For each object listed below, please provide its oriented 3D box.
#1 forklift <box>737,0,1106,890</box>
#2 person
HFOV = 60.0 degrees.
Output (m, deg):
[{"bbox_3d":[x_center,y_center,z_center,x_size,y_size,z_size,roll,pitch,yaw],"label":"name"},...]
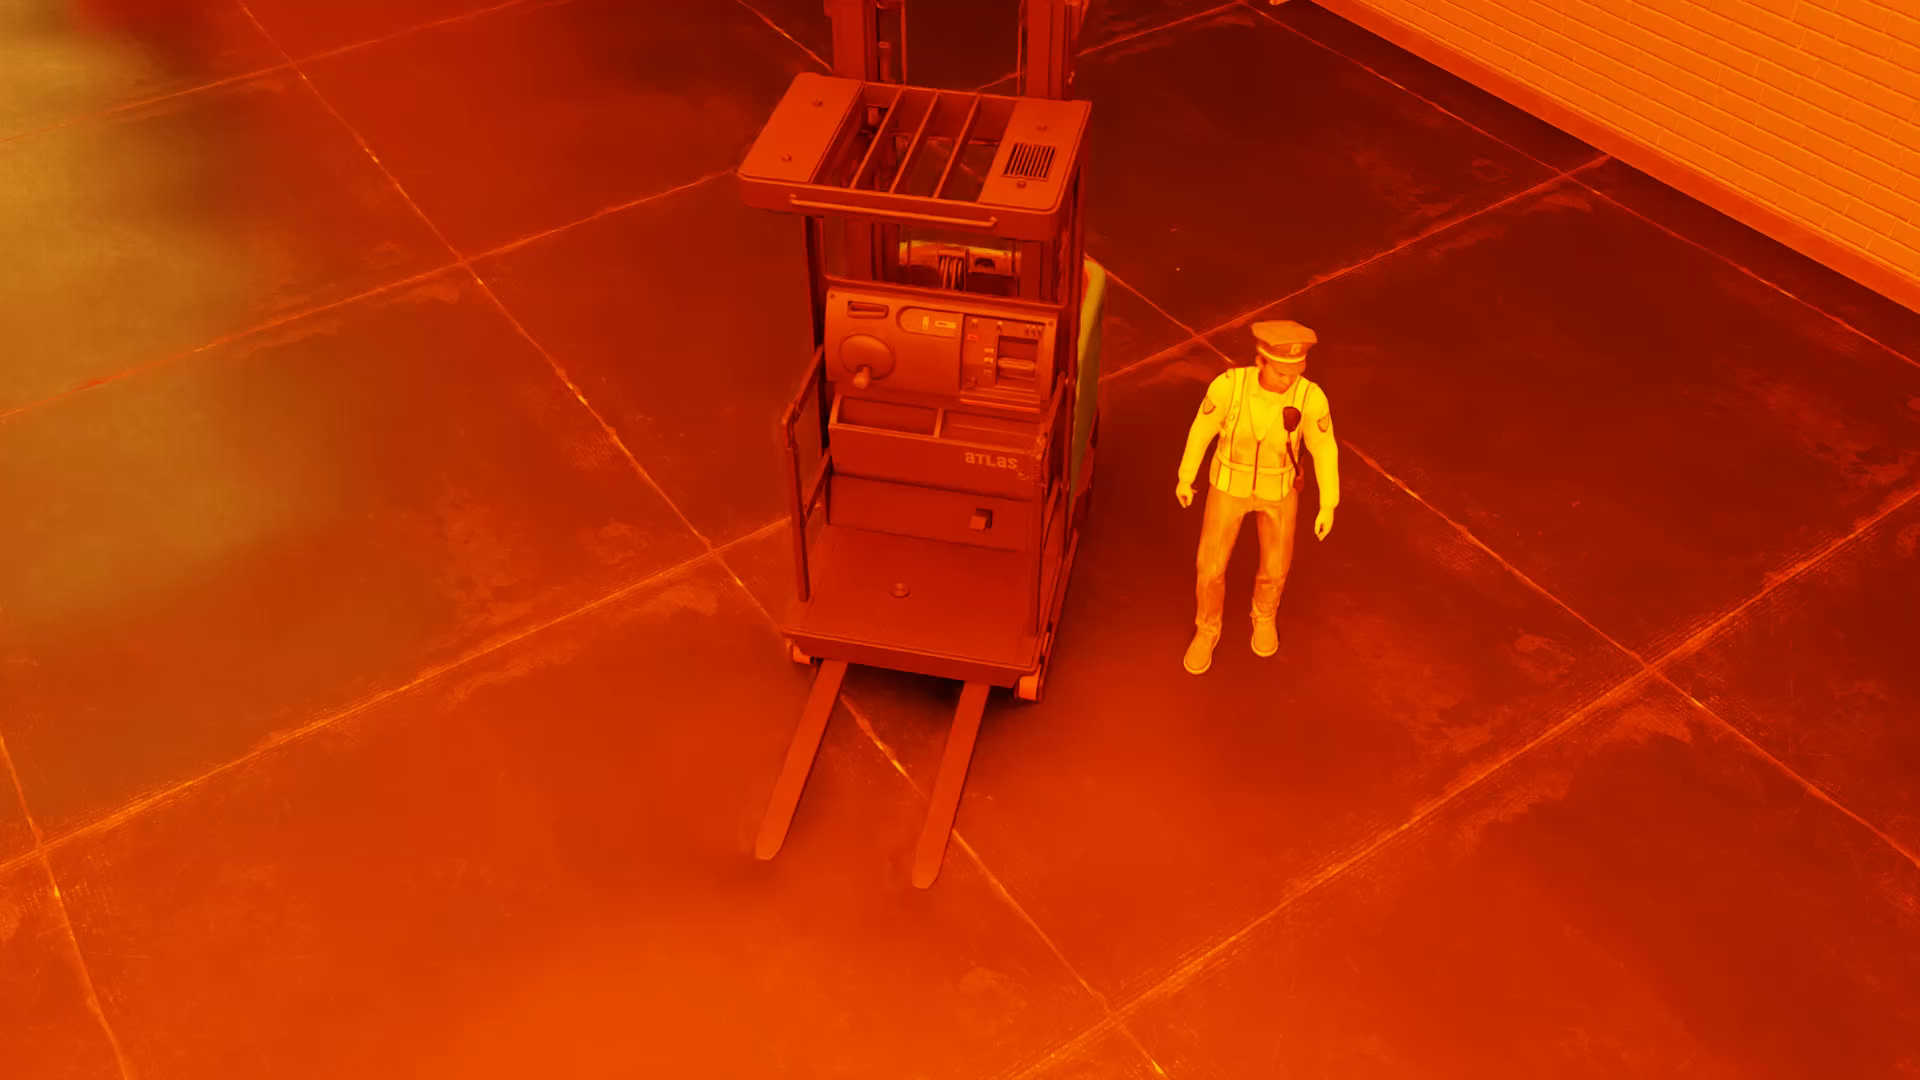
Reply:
[{"bbox_3d":[-0.124,-0.672,6.445,1.130,2.935,3.031,8,43,9],"label":"forklift"},{"bbox_3d":[1.214,-0.158,6.826,0.657,1.661,0.478,7,43,7],"label":"person"}]
